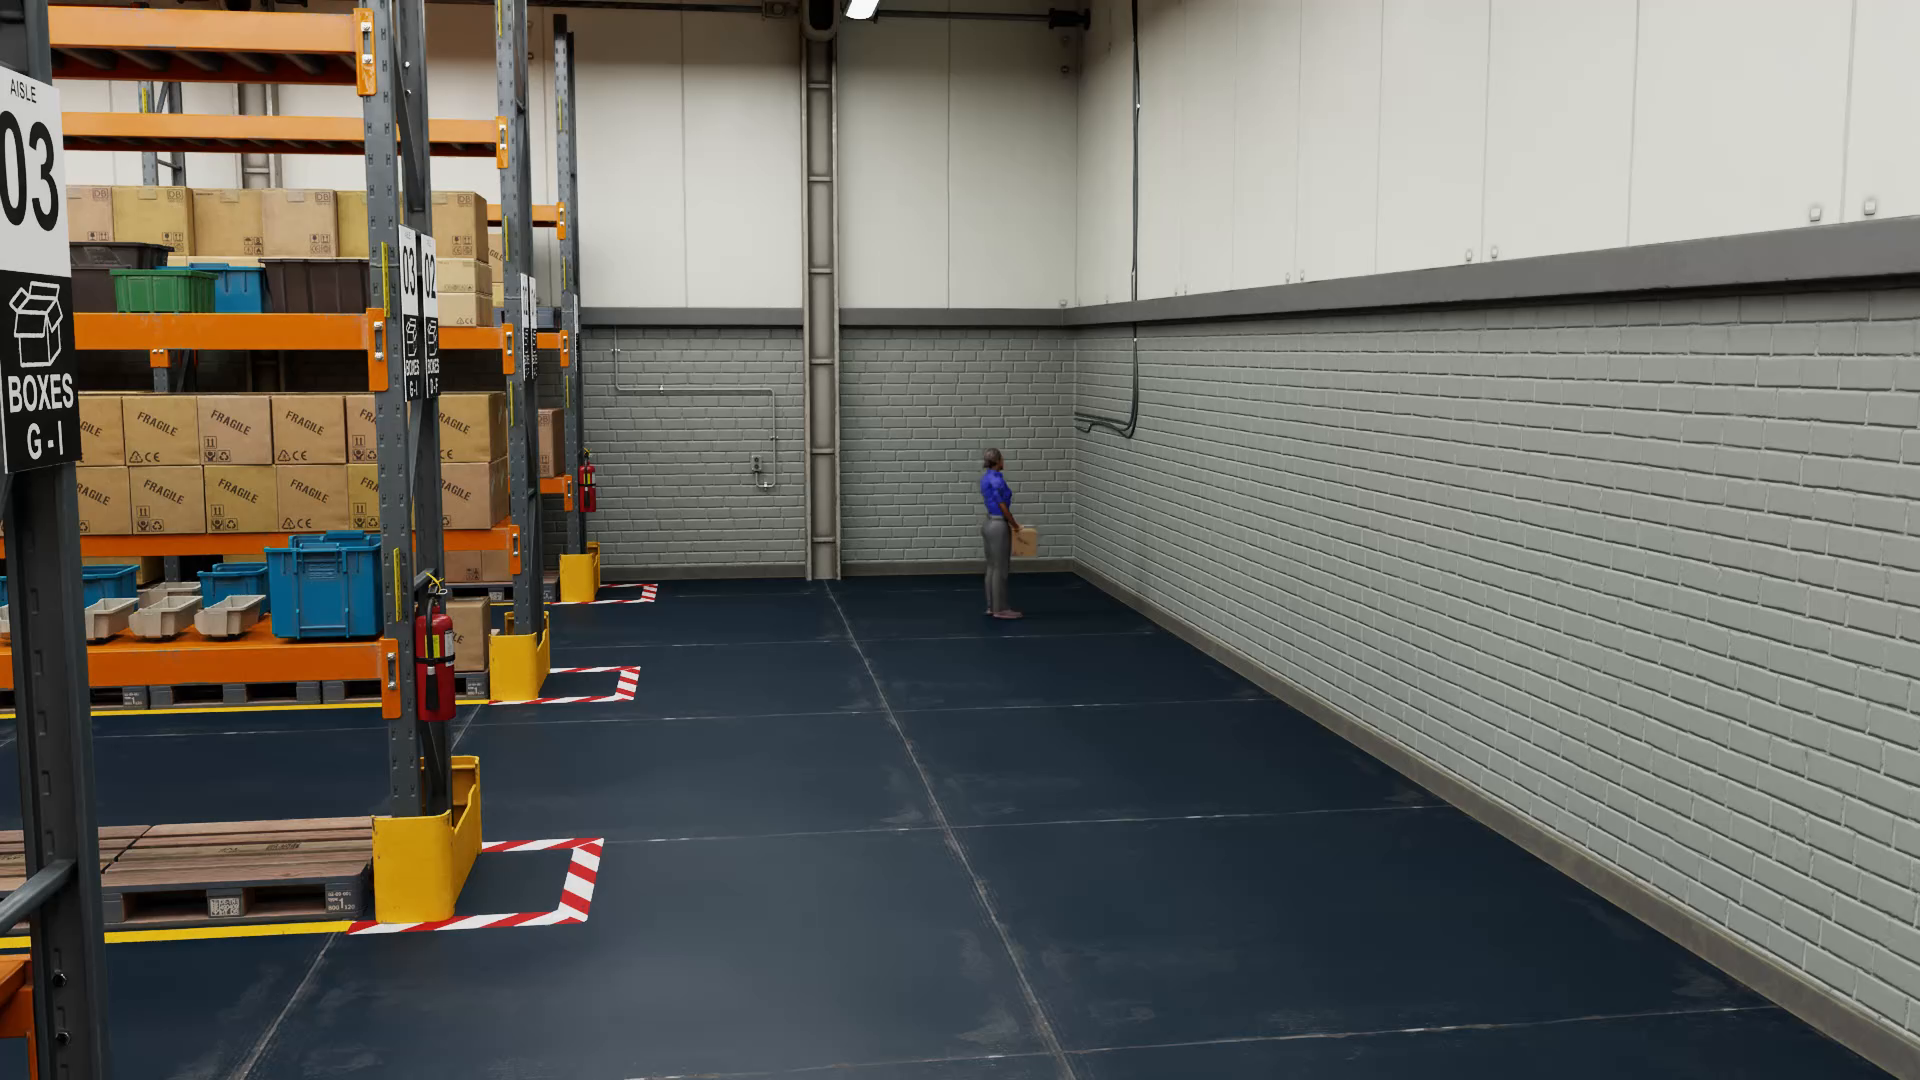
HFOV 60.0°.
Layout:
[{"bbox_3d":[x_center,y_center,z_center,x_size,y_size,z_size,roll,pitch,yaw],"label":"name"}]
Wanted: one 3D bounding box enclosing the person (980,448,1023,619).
[{"bbox_3d":[0.408,-0.076,16.448,0.396,1.662,0.493,-2,7,-16],"label":"person"}]
